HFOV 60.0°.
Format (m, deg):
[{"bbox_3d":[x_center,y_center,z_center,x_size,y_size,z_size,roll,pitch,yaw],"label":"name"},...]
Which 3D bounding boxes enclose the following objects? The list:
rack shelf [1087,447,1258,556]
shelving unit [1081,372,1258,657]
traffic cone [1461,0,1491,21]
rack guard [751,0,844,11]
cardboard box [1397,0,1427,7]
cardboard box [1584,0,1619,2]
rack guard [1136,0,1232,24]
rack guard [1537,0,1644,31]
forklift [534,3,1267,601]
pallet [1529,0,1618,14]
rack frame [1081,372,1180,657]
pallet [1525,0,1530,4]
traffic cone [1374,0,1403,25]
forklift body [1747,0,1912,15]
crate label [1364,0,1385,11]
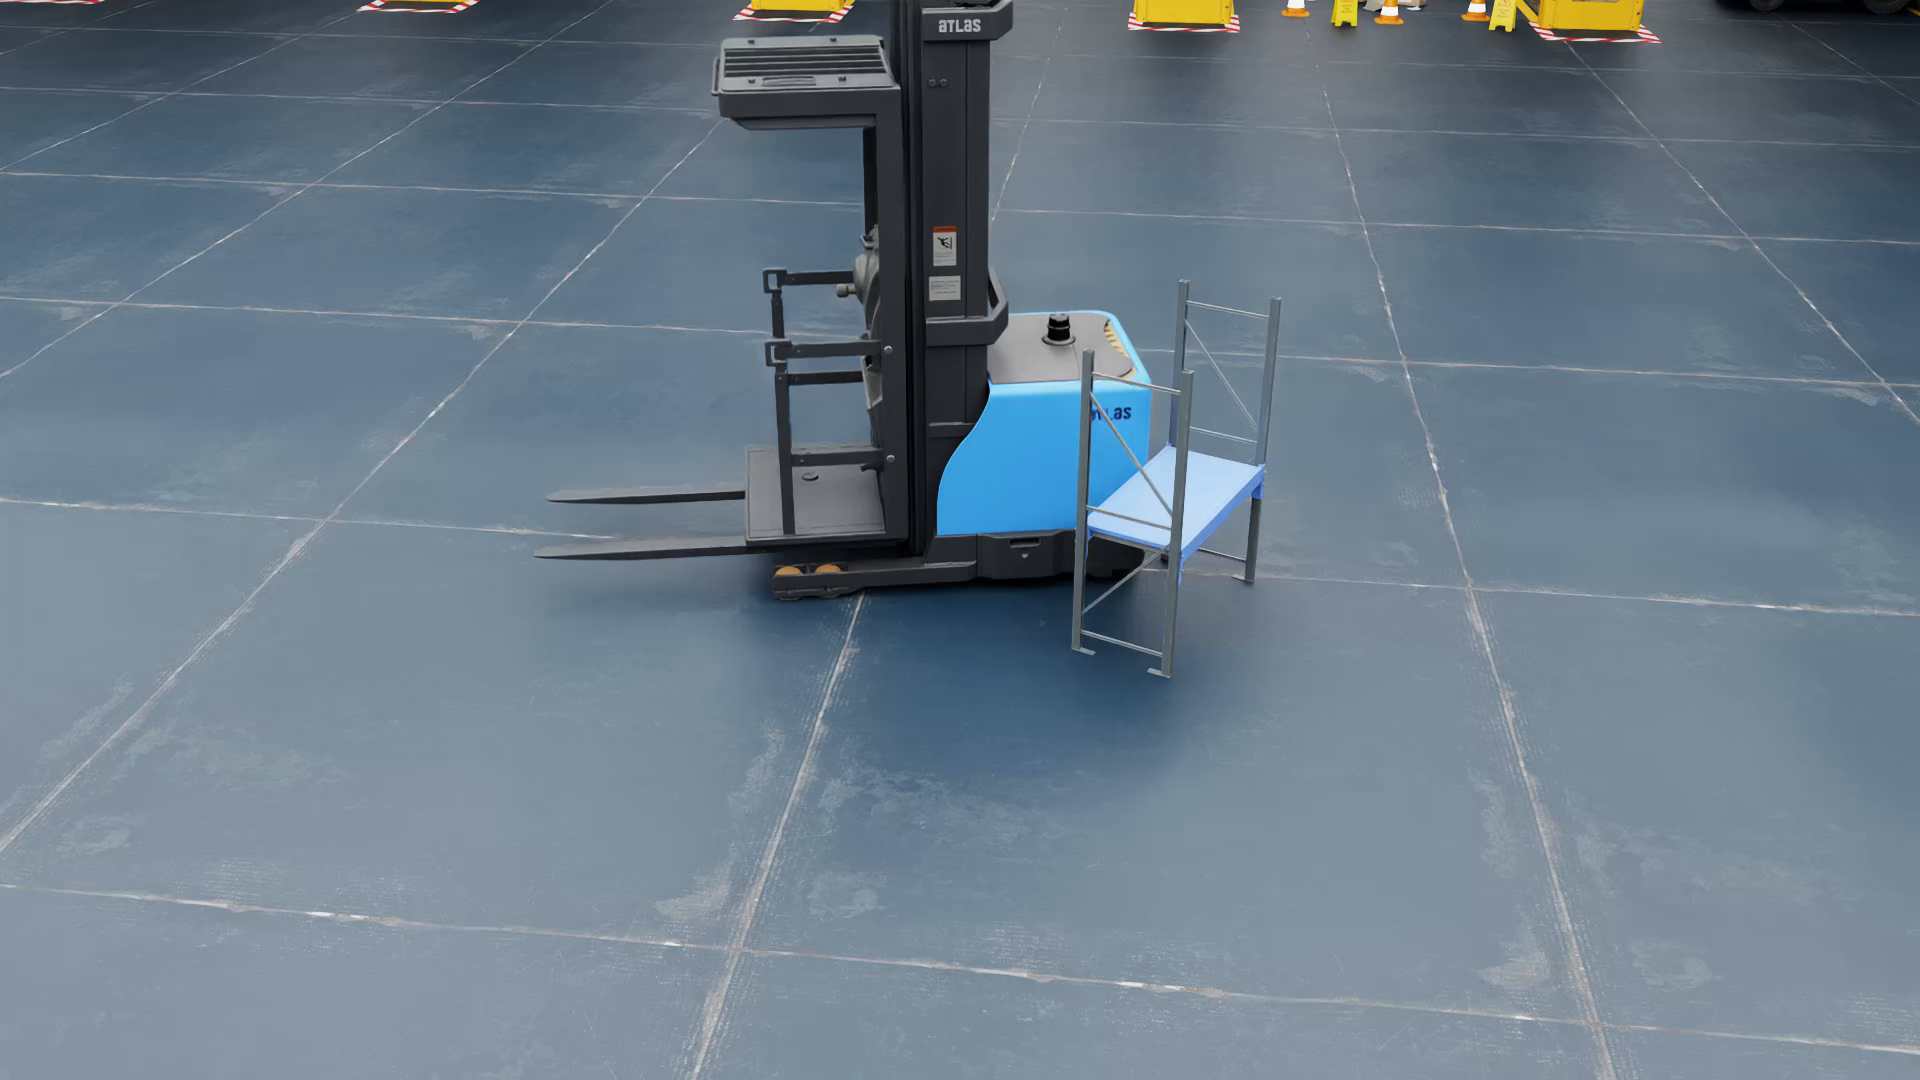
[{"bbox_3d":[1.002,-0.186,7.790,0.459,0.062,0.952,15,32,26],"label":"rack shelf"},{"bbox_3d":[0.994,-0.293,7.712,0.475,1.308,0.991,15,32,26],"label":"shelving unit"},{"bbox_3d":[6.496,-6.770,20.828,0.336,0.463,0.334,3,28,6],"label":"traffic cone"},{"bbox_3d":[-2.102,-7.121,21.440,1.175,0.500,0.348,3,28,6],"label":"rack guard"},{"bbox_3d":[5.880,-7.088,21.751,0.380,0.149,0.250,20,34,32],"label":"cardboard box"},{"bbox_3d":[8.097,-6.947,20.939,0.507,0.250,0.507,4,29,6],"label":"cardboard box"},{"bbox_3d":[2.796,-6.738,20.729,1.175,0.500,0.348,3,28,6],"label":"rack guard"},{"bbox_3d":[7.733,-6.545,20.371,1.175,0.500,0.348,3,28,6],"label":"rack guard"},{"bbox_3d":[-2.918,-5.210,14.627,6.912,3.598,18.709,-3,28,-6],"label":"forklift"},{"bbox_3d":[7.868,-6.798,21.146,1.003,0.211,1.213,3,28,6],"label":"pallet"},{"bbox_3d":[0.747,-0.092,7.340,0.475,1.308,0.013,15,32,26],"label":"rack frame"},{"bbox_3d":[8.020,-7.371,22.209,1.003,0.211,1.213,3,28,6],"label":"pallet"},{"bbox_3d":[5.353,-6.674,20.651,0.336,0.463,0.334,3,28,6],"label":"traffic cone"},{"bbox_3d":[-2.093,-9.788,24.650,29.396,2.155,5.688,3,28,6],"label":"forklift body"},{"bbox_3d":[5.388,-6.905,21.422,0.250,0.136,0.298,-11,30,-20],"label":"crate label"}]
